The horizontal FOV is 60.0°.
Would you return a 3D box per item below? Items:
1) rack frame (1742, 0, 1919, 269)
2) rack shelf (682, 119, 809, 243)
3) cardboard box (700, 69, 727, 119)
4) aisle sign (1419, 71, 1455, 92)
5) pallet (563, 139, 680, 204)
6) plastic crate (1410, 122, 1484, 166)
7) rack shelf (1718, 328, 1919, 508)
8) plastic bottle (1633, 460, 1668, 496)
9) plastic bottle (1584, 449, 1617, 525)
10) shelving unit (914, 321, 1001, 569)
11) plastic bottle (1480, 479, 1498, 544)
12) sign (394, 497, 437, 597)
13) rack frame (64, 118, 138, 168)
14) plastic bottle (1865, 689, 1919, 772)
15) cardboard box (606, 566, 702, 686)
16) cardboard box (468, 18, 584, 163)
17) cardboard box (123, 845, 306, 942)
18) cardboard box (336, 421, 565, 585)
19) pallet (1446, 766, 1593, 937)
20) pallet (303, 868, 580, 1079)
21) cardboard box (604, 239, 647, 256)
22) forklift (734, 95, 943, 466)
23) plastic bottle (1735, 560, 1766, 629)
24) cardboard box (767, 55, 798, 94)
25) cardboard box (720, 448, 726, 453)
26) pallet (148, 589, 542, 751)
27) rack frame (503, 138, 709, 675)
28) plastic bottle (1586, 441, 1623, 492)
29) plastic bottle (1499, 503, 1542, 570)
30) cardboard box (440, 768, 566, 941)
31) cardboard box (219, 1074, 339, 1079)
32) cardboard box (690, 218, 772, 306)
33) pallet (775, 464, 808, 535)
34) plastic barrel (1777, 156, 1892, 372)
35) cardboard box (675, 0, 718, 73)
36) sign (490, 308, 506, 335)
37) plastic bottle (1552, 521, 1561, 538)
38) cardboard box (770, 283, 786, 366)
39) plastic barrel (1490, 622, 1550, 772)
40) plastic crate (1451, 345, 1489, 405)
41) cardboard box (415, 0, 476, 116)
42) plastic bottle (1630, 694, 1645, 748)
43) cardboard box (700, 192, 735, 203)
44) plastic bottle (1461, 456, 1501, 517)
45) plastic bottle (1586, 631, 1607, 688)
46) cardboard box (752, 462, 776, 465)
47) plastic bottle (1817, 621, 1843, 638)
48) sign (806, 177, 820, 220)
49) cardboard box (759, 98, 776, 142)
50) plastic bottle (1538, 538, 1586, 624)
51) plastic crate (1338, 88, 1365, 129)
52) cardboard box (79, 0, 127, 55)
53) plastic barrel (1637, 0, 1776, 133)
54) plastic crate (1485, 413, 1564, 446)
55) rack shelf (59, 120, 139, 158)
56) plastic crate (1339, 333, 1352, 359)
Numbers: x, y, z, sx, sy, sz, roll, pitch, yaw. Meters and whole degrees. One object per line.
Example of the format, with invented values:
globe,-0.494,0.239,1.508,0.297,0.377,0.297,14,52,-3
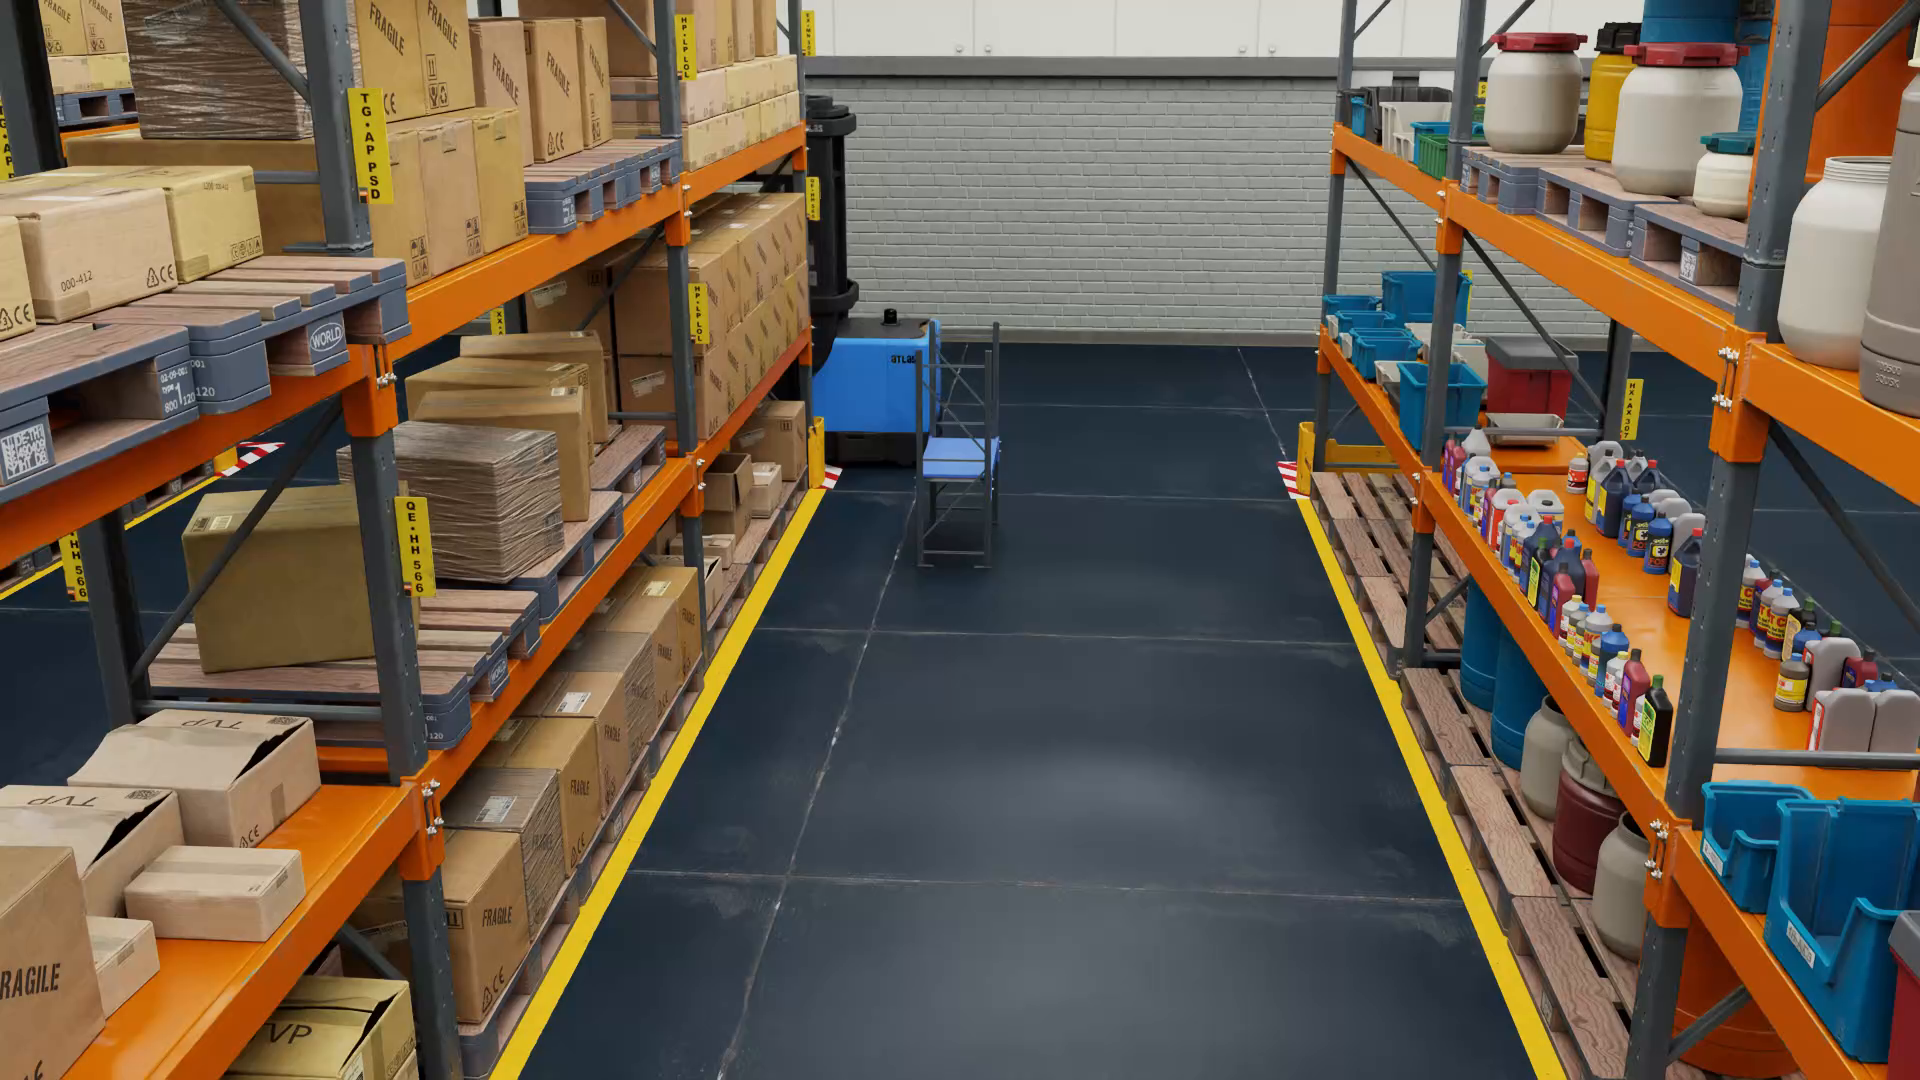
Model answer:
rack frame,2.692,-2.177,4.115,1.000,3.000,0.127,1,18,4
rack shelf,-1.818,-2.385,10.722,1.077,0.370,4.000,1,18,4
cardboard box,-1.645,-2.573,9.578,0.500,0.250,0.500,1,18,4
aisle sign,3.563,-3.062,12.276,0.394,0.787,0.004,1,18,4
pallet,-2.078,-1.815,8.131,1.213,0.211,1.003,1,18,4
plastic crate,2.726,-2.204,9.284,0.416,0.233,0.300,1,18,4
rack shelf,2.549,0.211,2.799,1.077,0.370,4.000,1,18,4
plastic bottle,3.226,-0.195,7.780,0.144,0.351,0.185,1,18,4
plastic bottle,3.096,-0.256,7.965,0.144,0.351,0.185,1,18,4
shelving unit,-0.006,-0.686,11.609,0.538,1.500,1.048,1,18,4
plastic bottle,2.463,-0.133,7.699,0.061,0.283,0.133,1,18,4
sign,-1.694,0.023,5.175,0.100,0.325,0.005,1,18,4
rack frame,-6.616,-2.032,13.307,1.000,3.000,0.127,1,18,4
plastic bottle,3.046,0.606,5.457,0.152,0.276,0.135,1,18,4
cardboard box,-1.711,0.458,9.015,0.500,0.500,0.500,1,18,4
cardboard box,-2.096,-2.037,7.511,0.600,0.600,0.600,1,18,3
cardboard box,-2.037,0.967,4.558,0.380,0.149,0.250,1,18,4
cardboard box,-2.059,-0.163,6.768,0.700,0.500,0.500,5,19,14
pallet,2.797,1.375,7.387,1.003,0.211,1.213,1,18,4
pallet,-2.157,1.656,6.530,1.003,0.211,1.213,1,18,4
cardboard box,-2.149,-1.525,9.993,0.500,0.500,0.500,1,18,3
forklift,-1.693,-2.165,13.825,3.031,2.935,1.130,1,18,4
plastic bottle,3.164,0.214,6.660,0.097,0.271,0.097,0,18,0
cardboard box,-1.457,-3.349,11.947,0.500,0.250,0.500,1,18,4
cardboard box,-2.032,-0.507,12.363,0.500,0.250,0.500,1,18,4
pallet,-2.270,0.441,6.068,1.213,0.211,1.003,1,18,4
rack frame,-1.961,-0.680,9.182,1.000,3.000,0.127,1,18,4
plastic bottle,3.273,-0.380,8.465,0.152,0.276,0.135,1,18,4
plastic bottle,2.483,-0.015,7.350,0.152,0.276,0.135,1,18,4
cardboard box,-1.899,1.243,6.620,0.500,0.500,0.500,1,18,2
cardboard box,-2.071,1.732,4.660,0.500,0.311,0.500,1,18,3
cardboard box,-1.537,-1.823,10.904,0.500,0.500,0.500,2,18,6
pallet,-1.736,-0.326,12.580,1.003,0.211,1.213,1,18,4
plastic barrel,2.364,-0.715,4.291,0.421,0.512,0.421,0,18,0
cardboard box,-1.787,-2.932,9.471,0.700,0.500,0.500,1,18,4
sign,-2.503,-1.101,9.077,0.100,0.325,0.005,1,18,4
plastic bottle,2.609,0.018,7.371,0.097,0.201,0.097,0,18,0
cardboard box,-1.510,-1.509,11.550,0.500,0.500,0.500,1,18,4
plastic barrel,2.872,0.618,7.916,0.600,0.901,0.708,1,18,4
plastic crate,3.272,-1.011,10.285,0.437,0.282,0.530,1,18,4
cardboard box,-2.137,-1.838,6.132,0.500,0.500,0.500,1,18,4
plastic bottle,2.322,0.598,5.601,0.097,0.201,0.097,0,18,0
cardboard box,-1.969,-2.313,12.399,0.500,0.500,0.500,2,18,6
plastic bottle,2.540,-0.261,8.101,0.152,0.276,0.135,1,18,4
plastic bottle,2.360,0.435,6.096,0.097,0.201,0.097,0,18,0
cardboard box,-1.587,-0.487,12.436,0.380,0.166,0.250,1,18,4
plastic bottle,3.134,0.418,6.018,0.061,0.283,0.133,1,18,4
sign,-1.123,-2.604,12.687,0.100,0.325,0.005,1,18,4
cardboard box,-1.518,-2.801,11.077,0.500,0.250,0.500,1,18,4
plastic bottle,2.431,0.159,6.701,0.144,0.351,0.185,1,18,4
plastic crate,2.960,-3.061,11.839,0.497,0.269,0.590,1,18,4
cardboard box,-6.396,-3.756,11.953,0.500,0.500,0.500,1,18,4
plastic barrel,3.009,-1.898,6.602,0.600,0.901,0.708,1,18,4
plastic crate,3.155,-0.613,9.304,0.396,0.136,0.243,1,18,4
rack shelf,-6.759,-2.494,11.056,1.077,0.370,4.000,1,18,4
plastic crate,2.765,-1.336,11.511,0.250,0.136,0.298,1,18,4
